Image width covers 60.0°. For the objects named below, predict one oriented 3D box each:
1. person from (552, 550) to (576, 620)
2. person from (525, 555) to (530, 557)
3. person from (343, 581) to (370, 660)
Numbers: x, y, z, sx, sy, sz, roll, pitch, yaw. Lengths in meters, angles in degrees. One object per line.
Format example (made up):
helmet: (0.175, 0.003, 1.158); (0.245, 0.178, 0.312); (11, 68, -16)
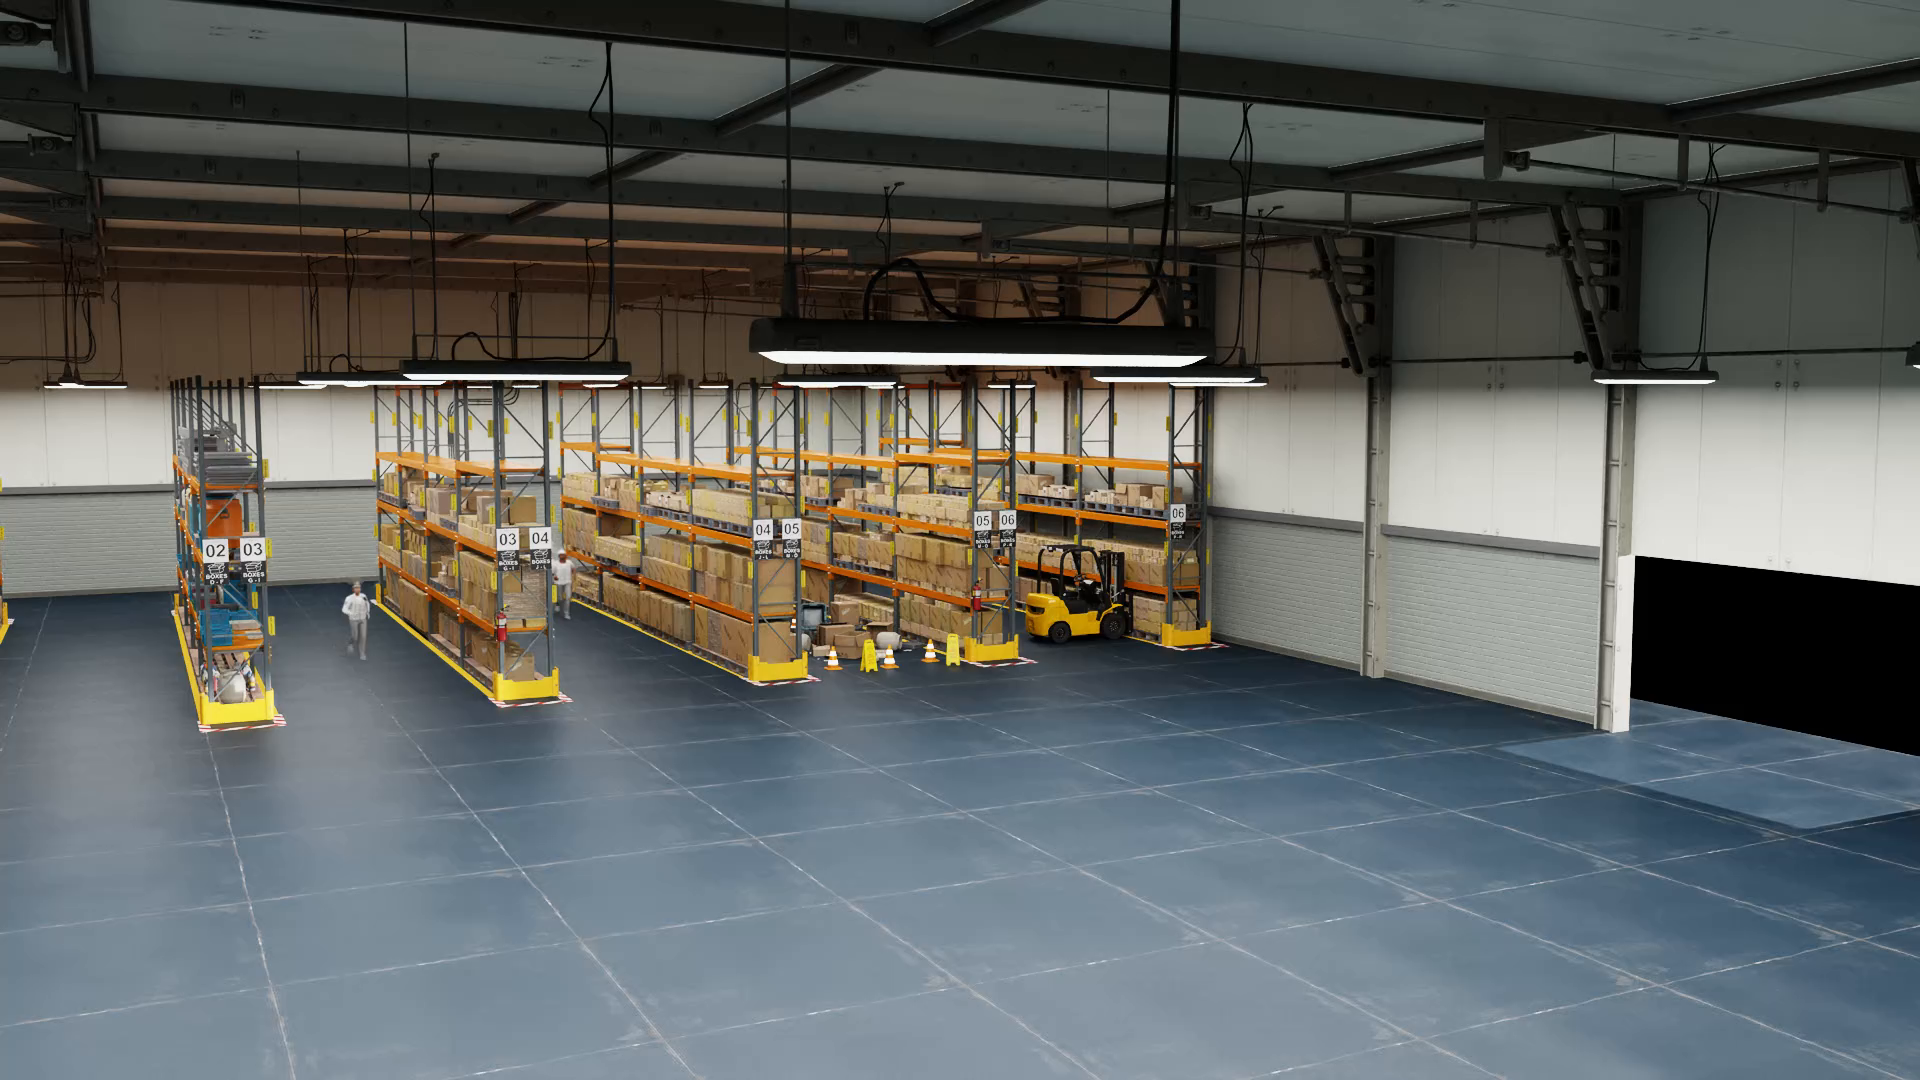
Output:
person: (-10.059, 1.113, 42.179); (0.712, 1.754, 0.932); (-3, 6, -26)
person: (-11.687, 0.860, 45.106); (0.593, 1.834, 0.885); (-2, 6, -25)
person: (-12.884, 1.711, 35.592); (0.618, 1.669, 0.890); (-4, 7, -39)
